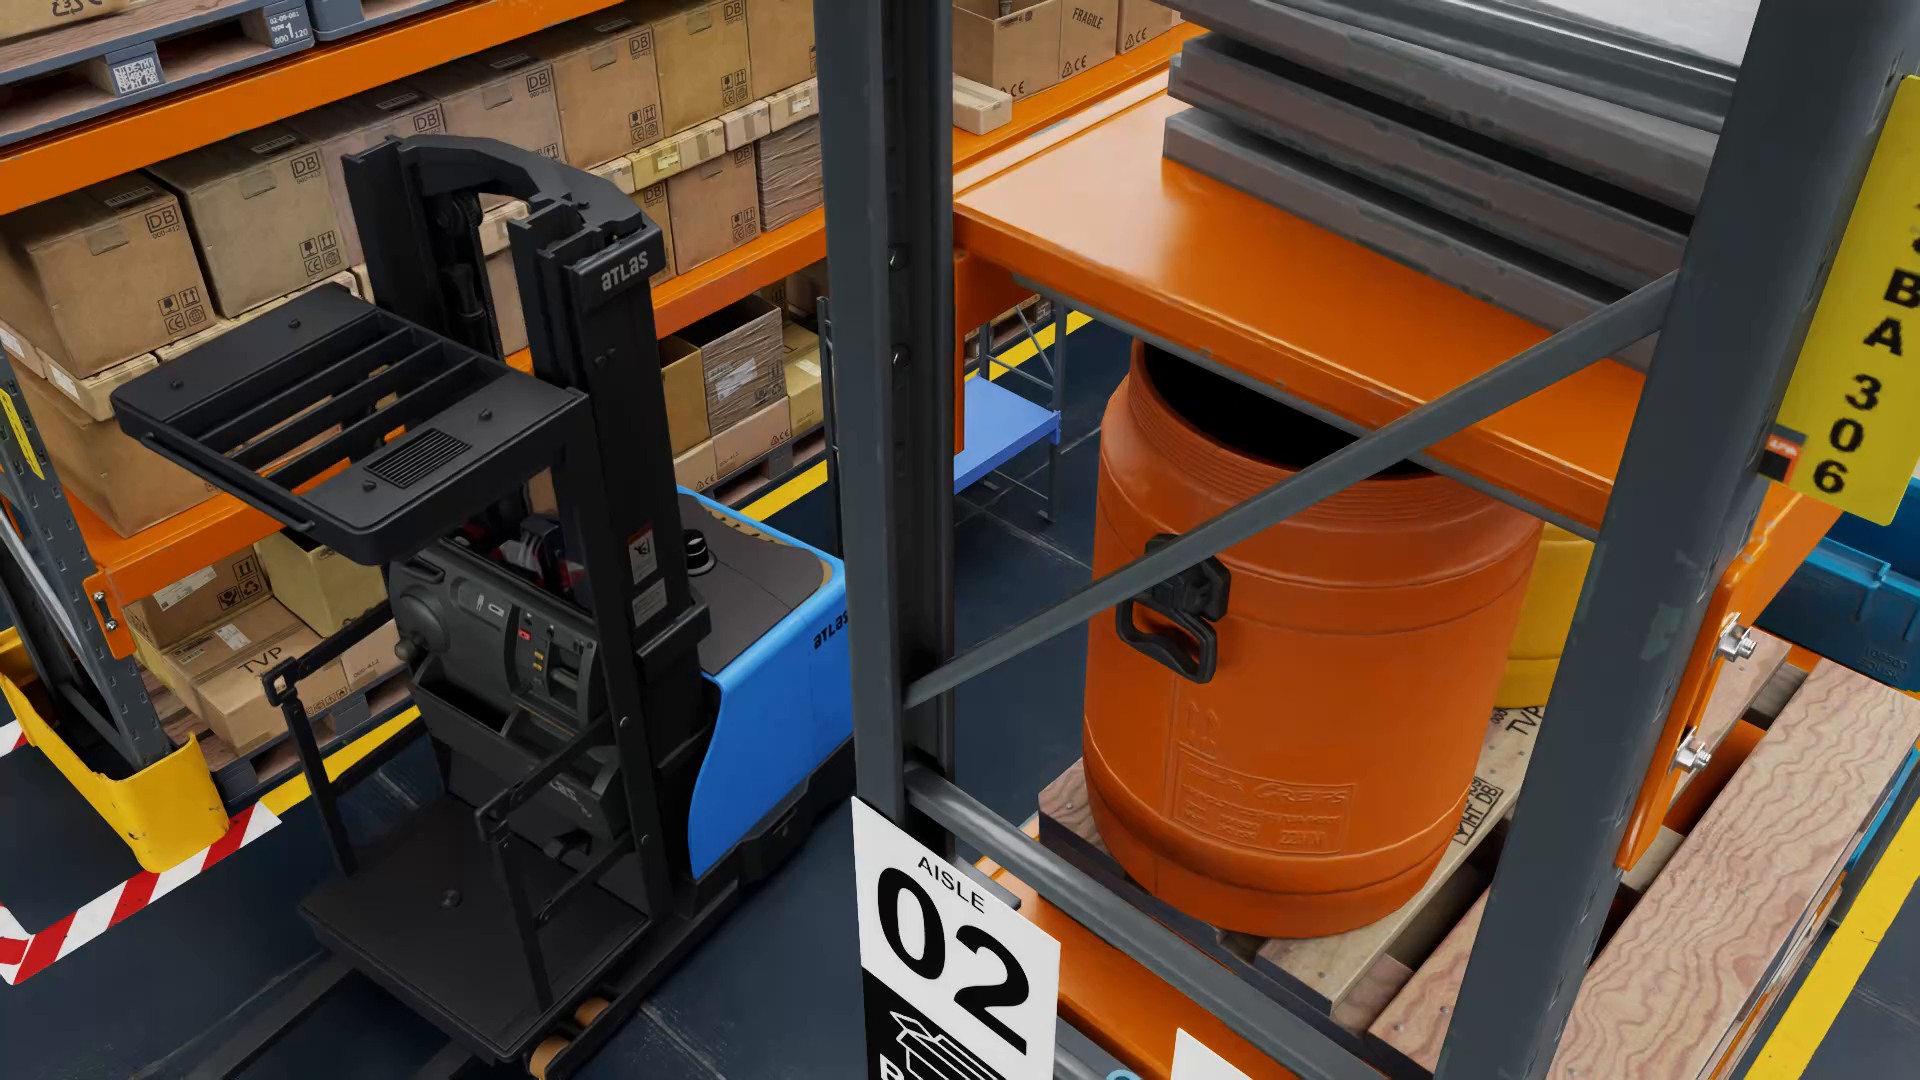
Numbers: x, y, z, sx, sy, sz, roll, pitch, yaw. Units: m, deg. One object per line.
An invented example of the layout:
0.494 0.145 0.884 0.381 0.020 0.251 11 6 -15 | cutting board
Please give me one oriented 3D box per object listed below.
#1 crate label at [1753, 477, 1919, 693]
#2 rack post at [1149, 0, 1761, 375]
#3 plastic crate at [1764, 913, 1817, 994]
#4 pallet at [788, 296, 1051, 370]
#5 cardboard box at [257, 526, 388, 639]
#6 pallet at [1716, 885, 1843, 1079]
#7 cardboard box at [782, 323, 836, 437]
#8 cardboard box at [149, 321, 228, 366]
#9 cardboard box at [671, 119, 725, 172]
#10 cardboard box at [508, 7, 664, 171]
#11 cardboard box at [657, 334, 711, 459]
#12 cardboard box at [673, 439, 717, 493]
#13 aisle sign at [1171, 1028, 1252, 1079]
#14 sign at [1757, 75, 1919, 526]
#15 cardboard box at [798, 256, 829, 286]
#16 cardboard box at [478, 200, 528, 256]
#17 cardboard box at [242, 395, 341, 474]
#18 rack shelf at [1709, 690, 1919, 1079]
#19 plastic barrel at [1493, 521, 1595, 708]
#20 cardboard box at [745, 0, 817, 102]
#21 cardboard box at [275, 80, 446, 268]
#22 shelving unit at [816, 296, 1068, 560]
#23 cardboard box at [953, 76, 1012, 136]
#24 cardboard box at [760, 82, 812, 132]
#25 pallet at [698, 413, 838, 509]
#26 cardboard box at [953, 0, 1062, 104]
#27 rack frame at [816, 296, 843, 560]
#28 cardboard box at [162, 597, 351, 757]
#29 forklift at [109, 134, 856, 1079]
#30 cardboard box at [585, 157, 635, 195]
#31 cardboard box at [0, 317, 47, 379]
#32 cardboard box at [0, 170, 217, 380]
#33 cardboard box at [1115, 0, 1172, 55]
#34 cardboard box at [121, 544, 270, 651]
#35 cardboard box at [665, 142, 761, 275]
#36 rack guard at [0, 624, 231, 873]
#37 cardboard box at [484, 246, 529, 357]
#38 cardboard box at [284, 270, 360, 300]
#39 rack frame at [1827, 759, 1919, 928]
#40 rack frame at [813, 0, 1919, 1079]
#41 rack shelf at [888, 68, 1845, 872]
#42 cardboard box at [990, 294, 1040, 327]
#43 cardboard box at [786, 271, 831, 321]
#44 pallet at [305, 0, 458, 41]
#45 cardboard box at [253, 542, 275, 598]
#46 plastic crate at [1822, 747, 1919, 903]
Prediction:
1.763 0.038 3.285 0.502 0.251 0.408 30 47 32 | crate label
0.860 -0.571 1.924 0.954 0.300 0.937 -29 47 -31 | rack post
2.046 0.993 4.587 0.530 0.136 0.437 30 47 32 | plastic crate
-0.231 -1.308 9.509 1.003 0.211 1.213 30 47 32 | pallet
-2.536 0.028 6.857 0.500 0.500 0.500 30 47 32 | cardboard box
2.471 1.420 6.079 1.003 0.211 1.213 30 47 32 | pallet
-0.851 -0.828 8.536 0.500 0.250 0.500 30 47 32 | cardboard box
-2.798 -0.712 5.917 0.380 0.149 0.250 28 46 31 | cardboard box
-1.244 -1.767 7.244 0.380 0.149 0.250 30 47 32 | cardboard box
-1.672 -1.922 6.918 0.700 0.500 0.500 30 47 32 | cardboard box
-1.531 -0.665 7.729 0.500 0.500 0.500 30 47 32 | cardboard box
-1.522 -0.366 7.956 0.500 0.250 0.500 30 47 32 | cardboard box
0.424 1.013 2.260 0.394 0.787 0.004 30 47 32 | aisle sign
0.659 -0.158 1.171 0.100 0.325 0.005 30 47 32 | sign
-0.638 -1.658 9.130 0.500 0.311 0.500 30 47 32 | cardboard box
-1.937 -1.295 6.651 0.380 0.149 0.250 30 47 32 | cardboard box
-2.723 -0.698 6.421 0.700 0.500 0.500 31 48 33 | cardboard box
1.605 1.238 4.645 1.077 0.370 4.000 30 47 32 | rack shelf
0.931 -0.114 2.868 0.600 0.588 0.600 0 38 0 | plastic barrel
-0.994 -2.385 7.500 0.700 0.500 0.500 30 47 32 | cardboard box
-2.348 -1.463 6.340 0.700 0.500 0.500 30 47 32 | cardboard box
-0.058 -0.548 7.517 0.538 1.500 1.048 30 47 32 | shelving unit
0.049 -2.267 8.677 0.380 0.149 0.250 30 47 32 | cardboard box
-0.893 -2.010 7.549 0.380 0.149 0.250 29 47 31 | cardboard box
-1.267 -0.605 8.625 1.003 0.211 1.213 30 47 32 | pallet
0.186 -2.671 8.903 0.500 0.500 0.500 -30 48 -33 | cardboard box
-0.400 -0.314 7.224 0.500 1.500 0.032 30 47 32 | rack frame
-2.872 0.552 6.801 0.500 0.250 0.500 30 47 32 | cardboard box
-1.630 0.369 5.215 1.130 2.935 3.031 24 44 27 | forklift
-1.582 -1.540 6.958 0.380 0.149 0.250 31 48 33 | cardboard box
-3.281 -0.755 5.972 0.380 0.149 0.250 29 47 31 | cardboard box
-3.038 -0.987 5.742 0.700 0.500 0.500 30 47 32 | cardboard box
0.879 -3.143 9.496 0.500 0.500 0.500 27 46 30 | cardboard box
-3.256 0.040 6.842 0.500 0.500 0.500 30 47 32 | cardboard box
-1.345 -1.632 7.595 0.700 0.500 0.500 29 47 31 | cardboard box
-3.414 0.783 6.647 1.175 0.500 0.348 30 47 32 | rack guard
-2.031 -1.167 7.011 0.700 0.500 0.500 31 48 33 | cardboard box
-2.457 -0.941 6.205 0.380 0.149 0.250 29 47 31 | cardboard box
2.954 0.037 5.577 1.000 3.000 0.127 30 47 32 | rack frame
0.256 -0.473 1.398 1.000 3.000 0.127 30 47 32 | rack frame
1.605 -0.954 2.902 1.077 0.370 4.000 30 47 32 | rack shelf
0.101 -1.448 9.316 0.500 0.250 0.500 31 48 33 | cardboard box
-0.634 -1.445 9.312 0.500 0.250 0.500 29 47 31 | cardboard box
-2.079 -2.223 6.080 1.003 0.211 1.213 30 47 32 | pallet
-2.926 0.100 7.370 0.500 0.250 0.500 30 47 32 | cardboard box
2.408 0.718 4.840 0.499 0.251 0.616 30 47 32 | plastic crate
